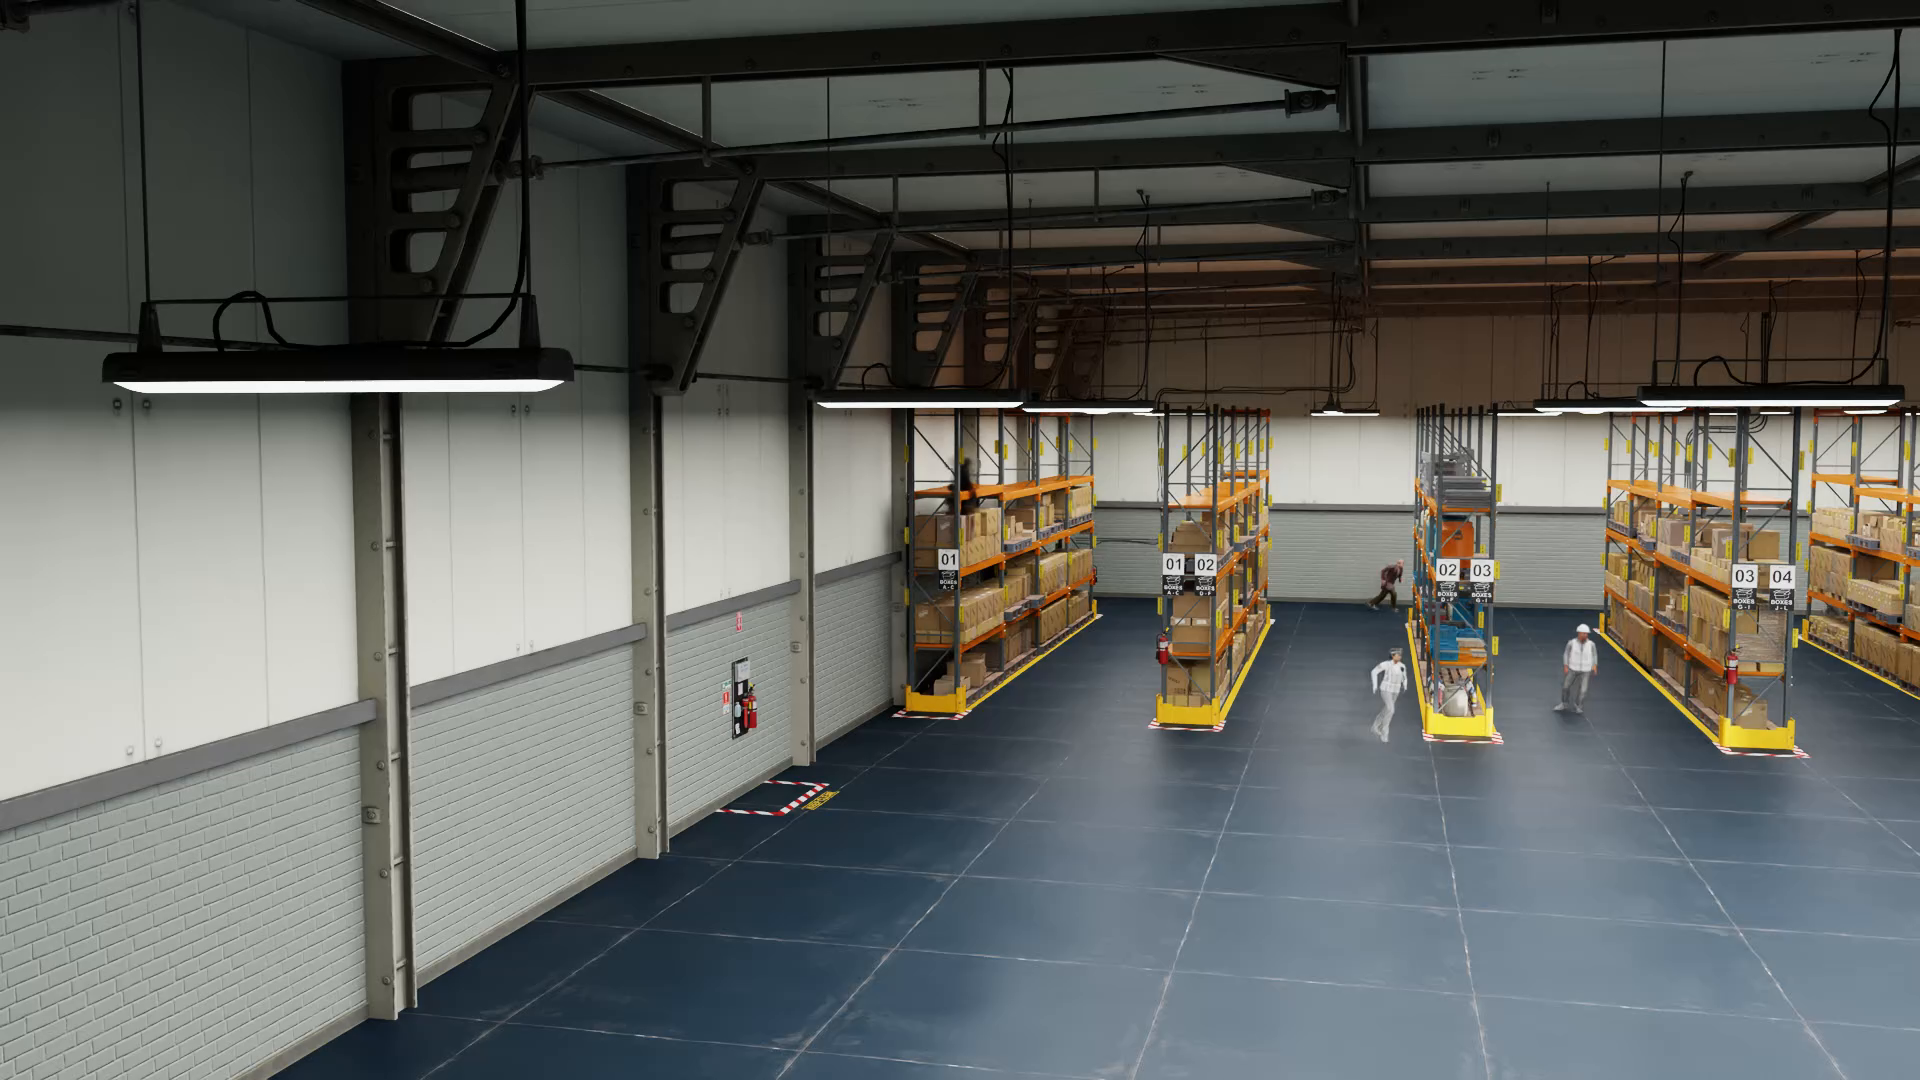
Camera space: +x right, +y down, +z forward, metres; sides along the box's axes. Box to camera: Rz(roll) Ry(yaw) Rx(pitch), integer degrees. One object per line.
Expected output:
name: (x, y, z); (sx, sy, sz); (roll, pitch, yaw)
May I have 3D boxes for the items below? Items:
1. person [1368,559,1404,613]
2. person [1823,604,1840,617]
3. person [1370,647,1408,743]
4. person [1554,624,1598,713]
person: (12.671, 1.346, 49.407); (1.113, 1.626, 0.702); (4, 6, 42)
person: (23.219, 1.728, 44.053); (0.678, 1.601, 0.525); (1, 4, 16)
person: (7.625, 2.725, 29.617); (0.645, 1.662, 0.800); (-2, 4, -22)
person: (11.950, 2.502, 32.236); (0.780, 1.742, 0.568); (1, 4, 16)
